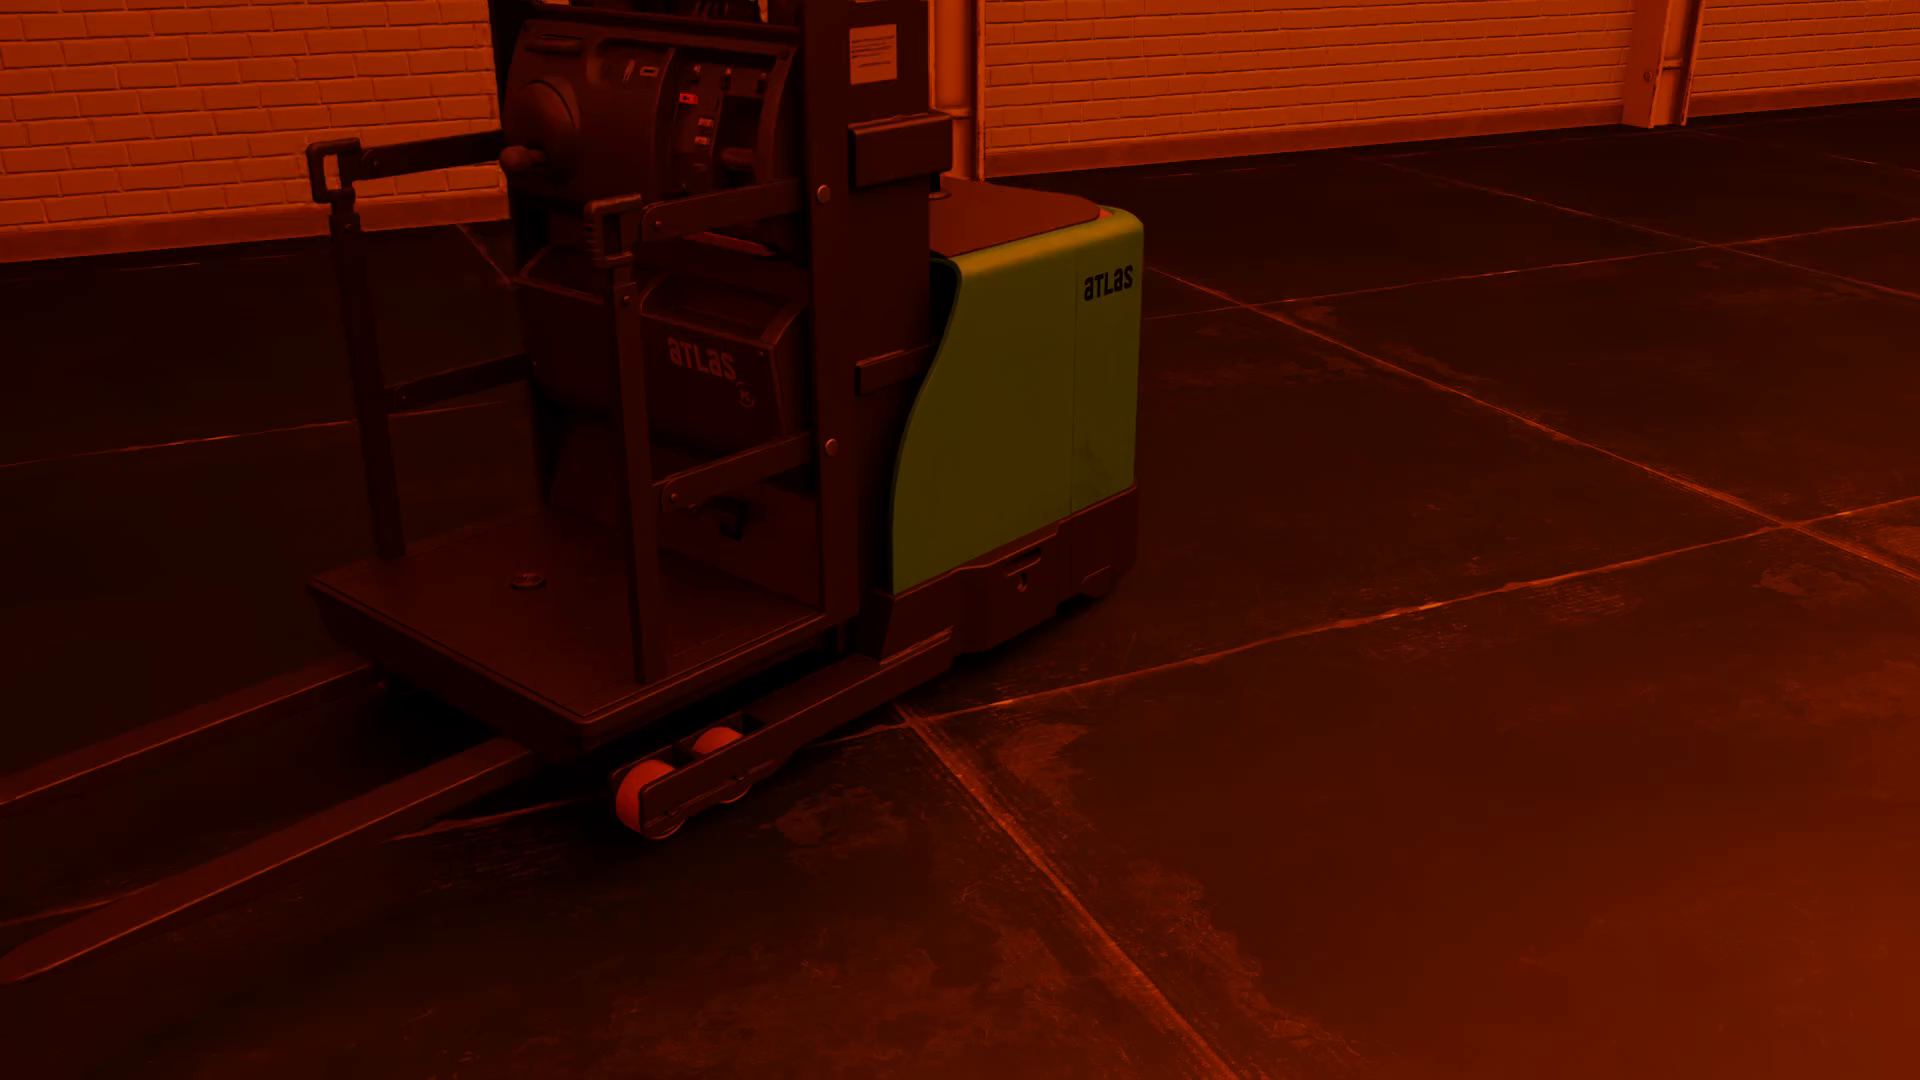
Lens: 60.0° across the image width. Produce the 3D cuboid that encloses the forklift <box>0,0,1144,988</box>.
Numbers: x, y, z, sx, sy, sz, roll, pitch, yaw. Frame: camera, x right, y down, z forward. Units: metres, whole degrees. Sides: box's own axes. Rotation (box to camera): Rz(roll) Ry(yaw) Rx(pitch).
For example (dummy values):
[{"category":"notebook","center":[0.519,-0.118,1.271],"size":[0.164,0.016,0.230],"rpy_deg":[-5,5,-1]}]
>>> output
[{"category":"forklift","center":[-0.843,-0.931,3.528],"size":[1.130,2.935,3.031],"rpy_deg":[19,29,37]}]
